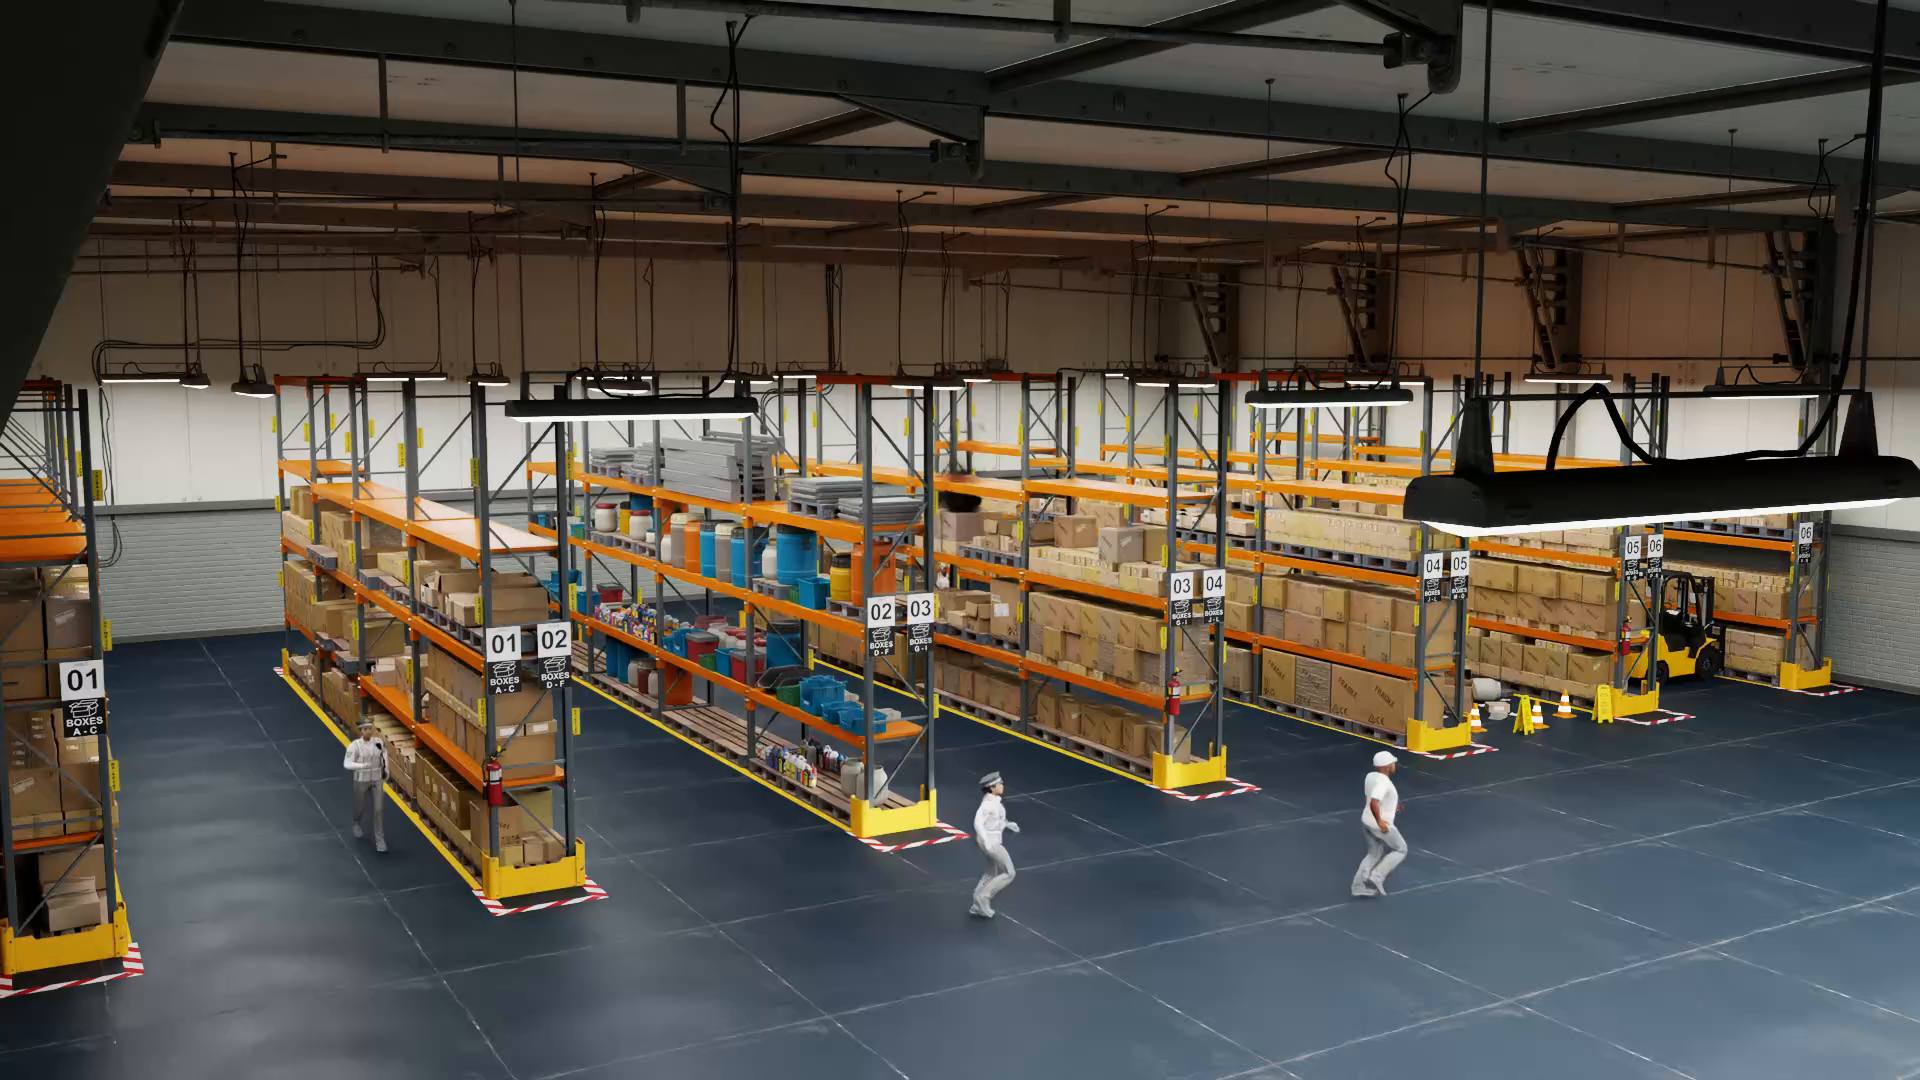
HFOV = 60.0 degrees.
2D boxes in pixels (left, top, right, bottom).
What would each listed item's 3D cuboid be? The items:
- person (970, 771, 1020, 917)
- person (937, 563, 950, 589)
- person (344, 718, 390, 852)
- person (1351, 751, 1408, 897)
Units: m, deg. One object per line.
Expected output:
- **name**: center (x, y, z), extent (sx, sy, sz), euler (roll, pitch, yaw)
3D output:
- **person**: center (0.398, 3.440, 18.862), extent (0.577, 1.666, 0.624), euler (0, 6, -4)
- **person**: center (-0.405, 1.367, 37.898), extent (0.612, 1.704, 0.924), euler (-3, 7, -27)
- **person**: center (-7.656, 3.120, 21.522), extent (0.611, 1.673, 0.939), euler (-4, 7, -33)
- **person**: center (4.947, 3.327, 19.539), extent (0.715, 1.713, 0.619), euler (-1, 6, -11)
